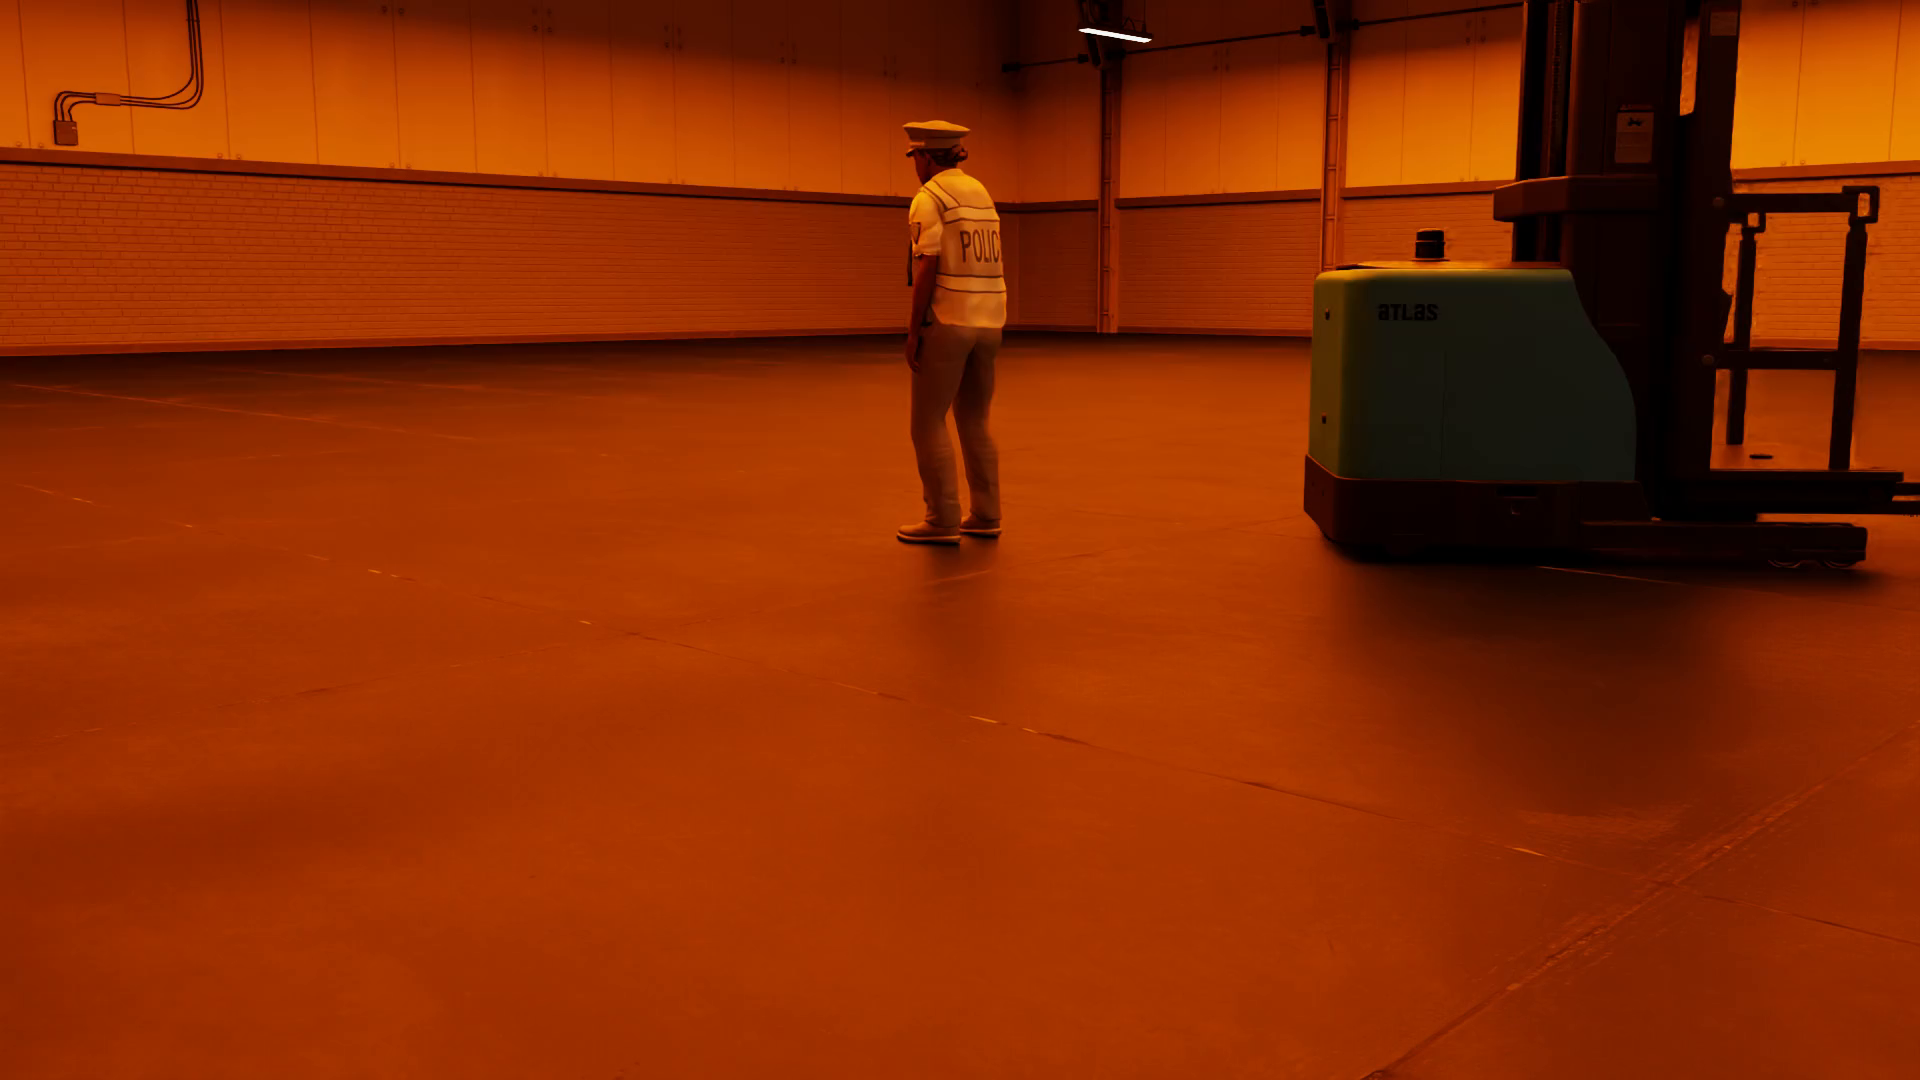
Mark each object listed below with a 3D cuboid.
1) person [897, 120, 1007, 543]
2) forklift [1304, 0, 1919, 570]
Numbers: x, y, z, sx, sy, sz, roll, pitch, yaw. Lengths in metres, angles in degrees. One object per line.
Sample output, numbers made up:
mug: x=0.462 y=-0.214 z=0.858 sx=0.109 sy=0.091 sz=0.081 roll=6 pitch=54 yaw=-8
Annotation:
person: x=-0.026 y=-0.822 z=6.619 sx=0.393 sy=1.657 sz=0.513 roll=8 pitch=11 yaw=41
forklift: x=2.939 y=-1.424 z=6.332 sx=3.031 sy=2.935 sz=1.130 roll=1 pitch=9 yaw=4
